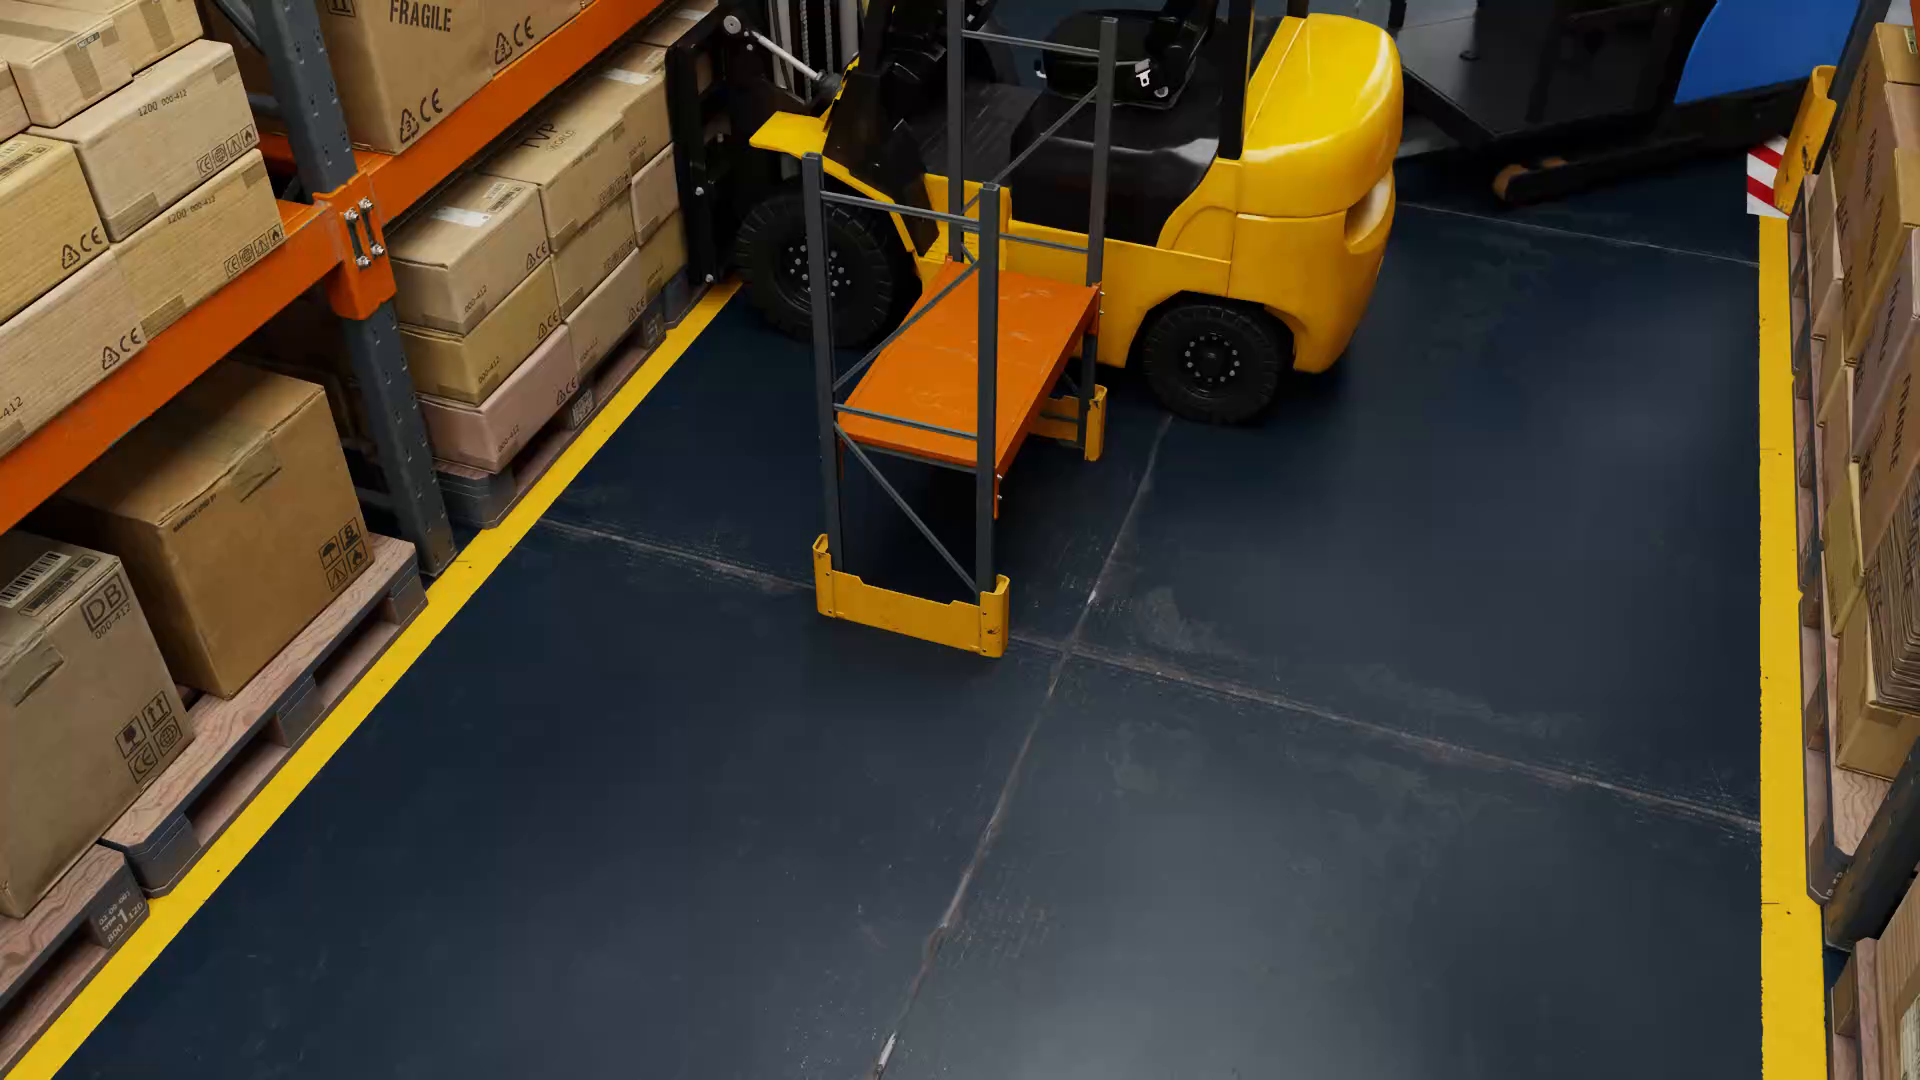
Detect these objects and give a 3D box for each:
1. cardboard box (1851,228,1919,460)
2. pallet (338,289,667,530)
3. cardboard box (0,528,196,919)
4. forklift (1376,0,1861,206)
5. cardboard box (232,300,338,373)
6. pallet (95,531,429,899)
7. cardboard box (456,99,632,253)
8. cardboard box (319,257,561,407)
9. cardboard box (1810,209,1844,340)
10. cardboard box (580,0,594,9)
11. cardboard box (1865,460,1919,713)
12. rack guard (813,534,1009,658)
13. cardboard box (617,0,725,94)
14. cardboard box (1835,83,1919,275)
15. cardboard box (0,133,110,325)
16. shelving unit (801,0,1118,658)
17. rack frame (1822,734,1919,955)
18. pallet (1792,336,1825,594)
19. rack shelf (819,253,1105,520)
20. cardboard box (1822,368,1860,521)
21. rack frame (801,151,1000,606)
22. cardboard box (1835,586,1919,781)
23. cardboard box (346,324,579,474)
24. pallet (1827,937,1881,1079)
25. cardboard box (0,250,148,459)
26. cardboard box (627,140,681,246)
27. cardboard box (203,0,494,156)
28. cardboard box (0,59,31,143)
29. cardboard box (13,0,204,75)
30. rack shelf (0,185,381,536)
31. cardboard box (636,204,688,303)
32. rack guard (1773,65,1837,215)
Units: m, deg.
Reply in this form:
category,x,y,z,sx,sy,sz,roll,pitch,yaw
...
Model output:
category,x,y,z,sx,sy,sz,roll,pitch,yaw
cardboard box,2.905,-0.509,4.752,0.500,0.500,0.500,15,43,17
pallet,-1.745,-0.582,5.769,1.003,0.211,1.213,13,42,15
cardboard box,-2.497,0.369,4.012,0.875,0.625,0.625,13,42,15
forklift,2.354,-2.881,6.369,3.031,2.935,1.130,-15,43,-17
cardboard box,-2.082,-0.813,5.301,0.500,0.250,0.500,12,42,14
pallet,-2.272,0.352,4.674,1.003,0.211,1.213,13,42,15
cardboard box,-1.412,-1.196,5.365,0.500,0.250,0.500,13,42,15
cardboard box,-1.601,-0.697,5.166,0.500,0.250,0.500,13,42,15
cardboard box,3.260,-0.880,5.766,0.500,0.250,0.500,15,43,17
cardboard box,-1.325,-2.048,5.262,0.500,0.500,0.500,13,42,15
cardboard box,2.560,0.113,4.023,0.500,0.500,0.500,13,42,14
rack guard,-0.144,0.162,4.867,0.587,0.250,0.087,13,42,15
cardboard box,-1.066,-1.820,6.097,0.500,0.250,0.500,12,42,14
cardboard box,3.259,-1.141,5.493,0.500,0.500,0.500,12,42,13
cardboard box,-2.153,-0.628,3.405,0.500,0.250,0.500,12,42,14
shelving unit,0.026,-0.617,4.818,0.587,1.500,1.083,13,42,15
rack frame,2.609,-0.067,3.018,1.000,3.000,0.127,13,42,15
pallet,3.221,-0.170,5.287,1.003,0.211,1.213,13,42,15
rack shelf,0.029,-0.486,4.941,0.538,0.185,1.000,13,42,15
cardboard box,2.910,-0.237,5.012,0.500,0.250,0.500,14,42,16
rack frame,-0.145,-0.313,4.461,0.500,1.500,0.032,13,42,15
cardboard box,2.559,0.399,4.266,0.500,0.250,0.500,15,43,17
cardboard box,-1.580,-0.502,5.322,0.500,0.250,0.500,14,42,16
pallet,2.345,1.469,3.366,1.003,0.211,1.213,13,42,15
cardboard box,-2.150,-0.436,3.566,0.500,0.250,0.500,13,42,15
cardboard box,-1.248,-1.309,5.883,0.500,0.250,0.500,13,42,15
cardboard box,-1.659,-1.417,4.523,0.500,0.500,0.500,12,42,14
cardboard box,-2.169,-0.895,3.411,0.380,0.149,0.250,13,42,15
cardboard box,-1.964,-1.194,3.761,0.380,0.149,0.250,15,43,17
rack shelf,-2.740,0.327,3.110,1.077,0.370,4.000,13,42,15
cardboard box,-1.260,-1.132,6.060,0.500,0.250,0.500,14,42,16
rack guard,3.951,-1.510,6.634,1.175,0.500,0.348,13,42,15
